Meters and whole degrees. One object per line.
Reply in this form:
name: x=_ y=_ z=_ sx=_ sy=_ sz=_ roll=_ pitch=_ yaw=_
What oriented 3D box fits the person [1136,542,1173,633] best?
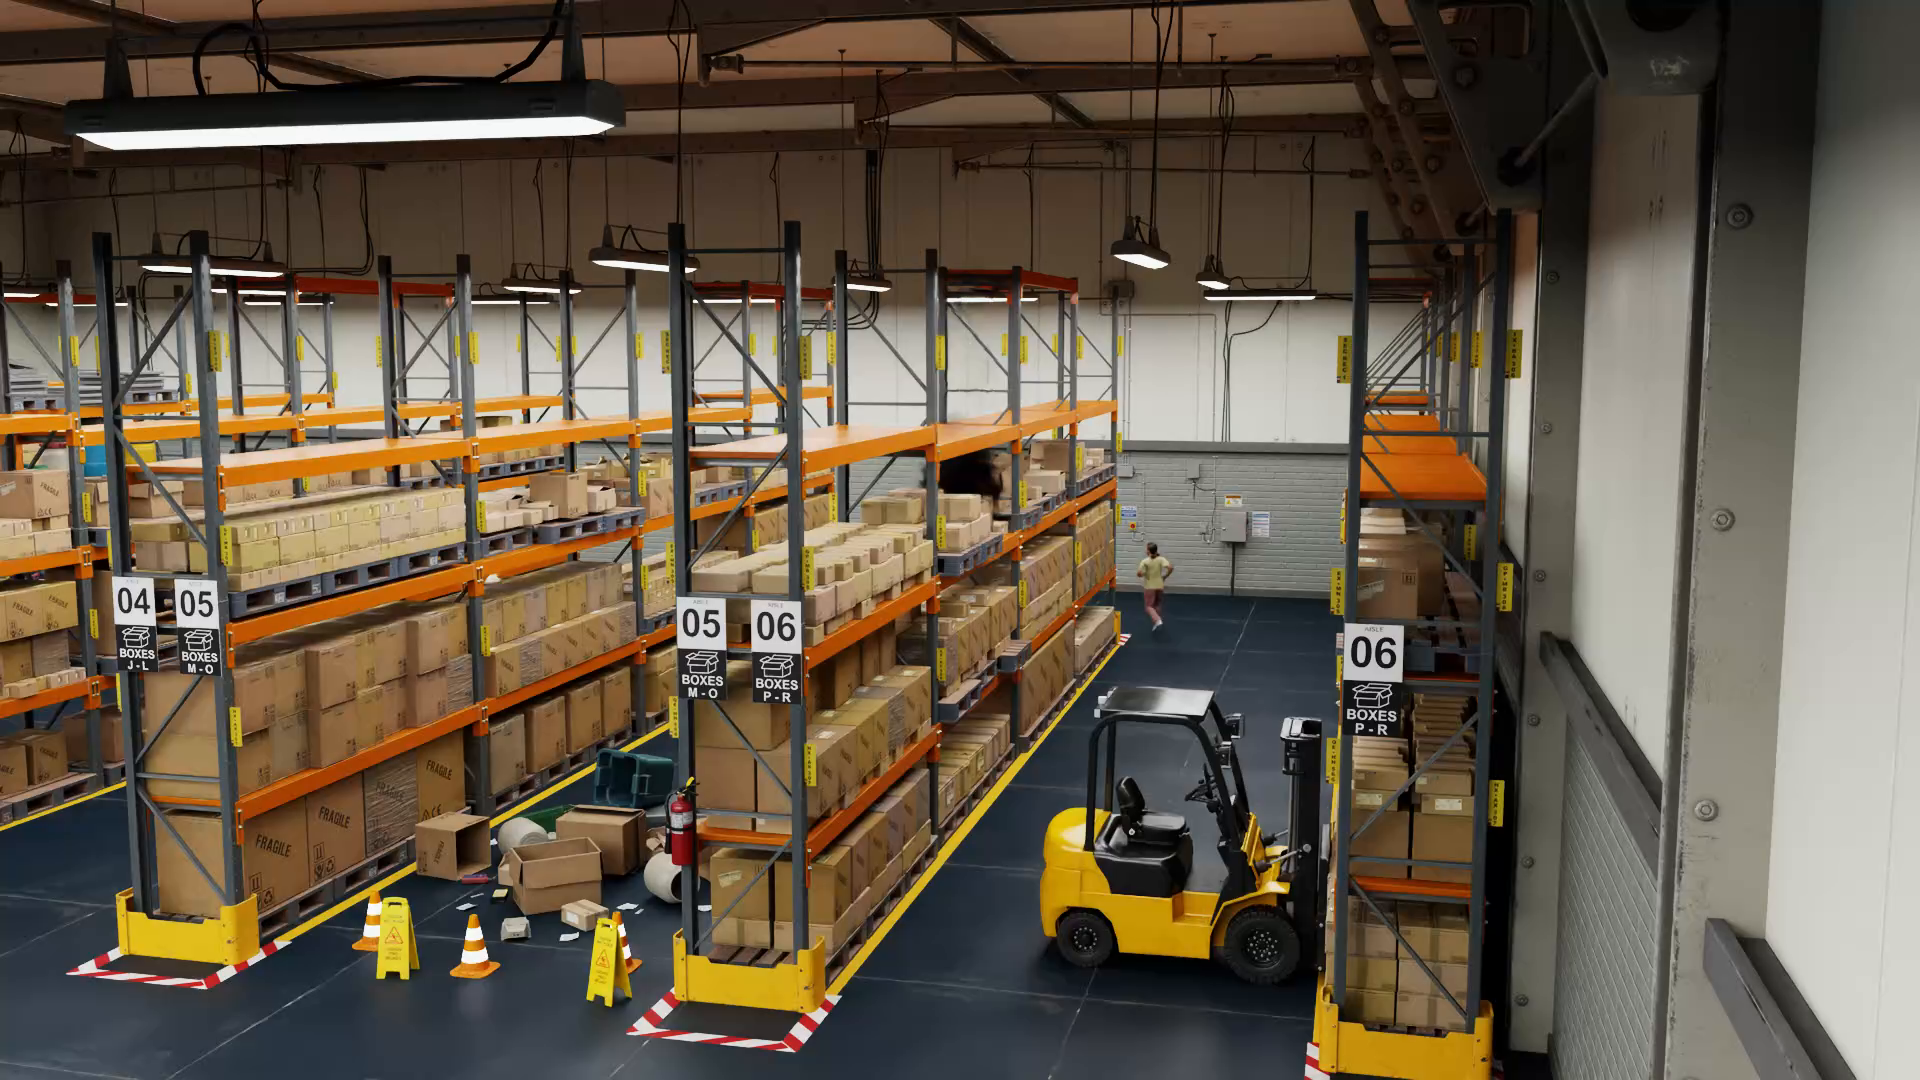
person: x=-3.951 y=0.562 z=22.750 sx=18.168 sy=3.713 sz=7.974 roll=-2 pitch=7 yaw=-18

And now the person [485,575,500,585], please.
person: x=-6.652 y=1.384 z=23.824 sx=0.723 sy=1.795 sz=0.845 roll=1 pitch=7 yaw=7
